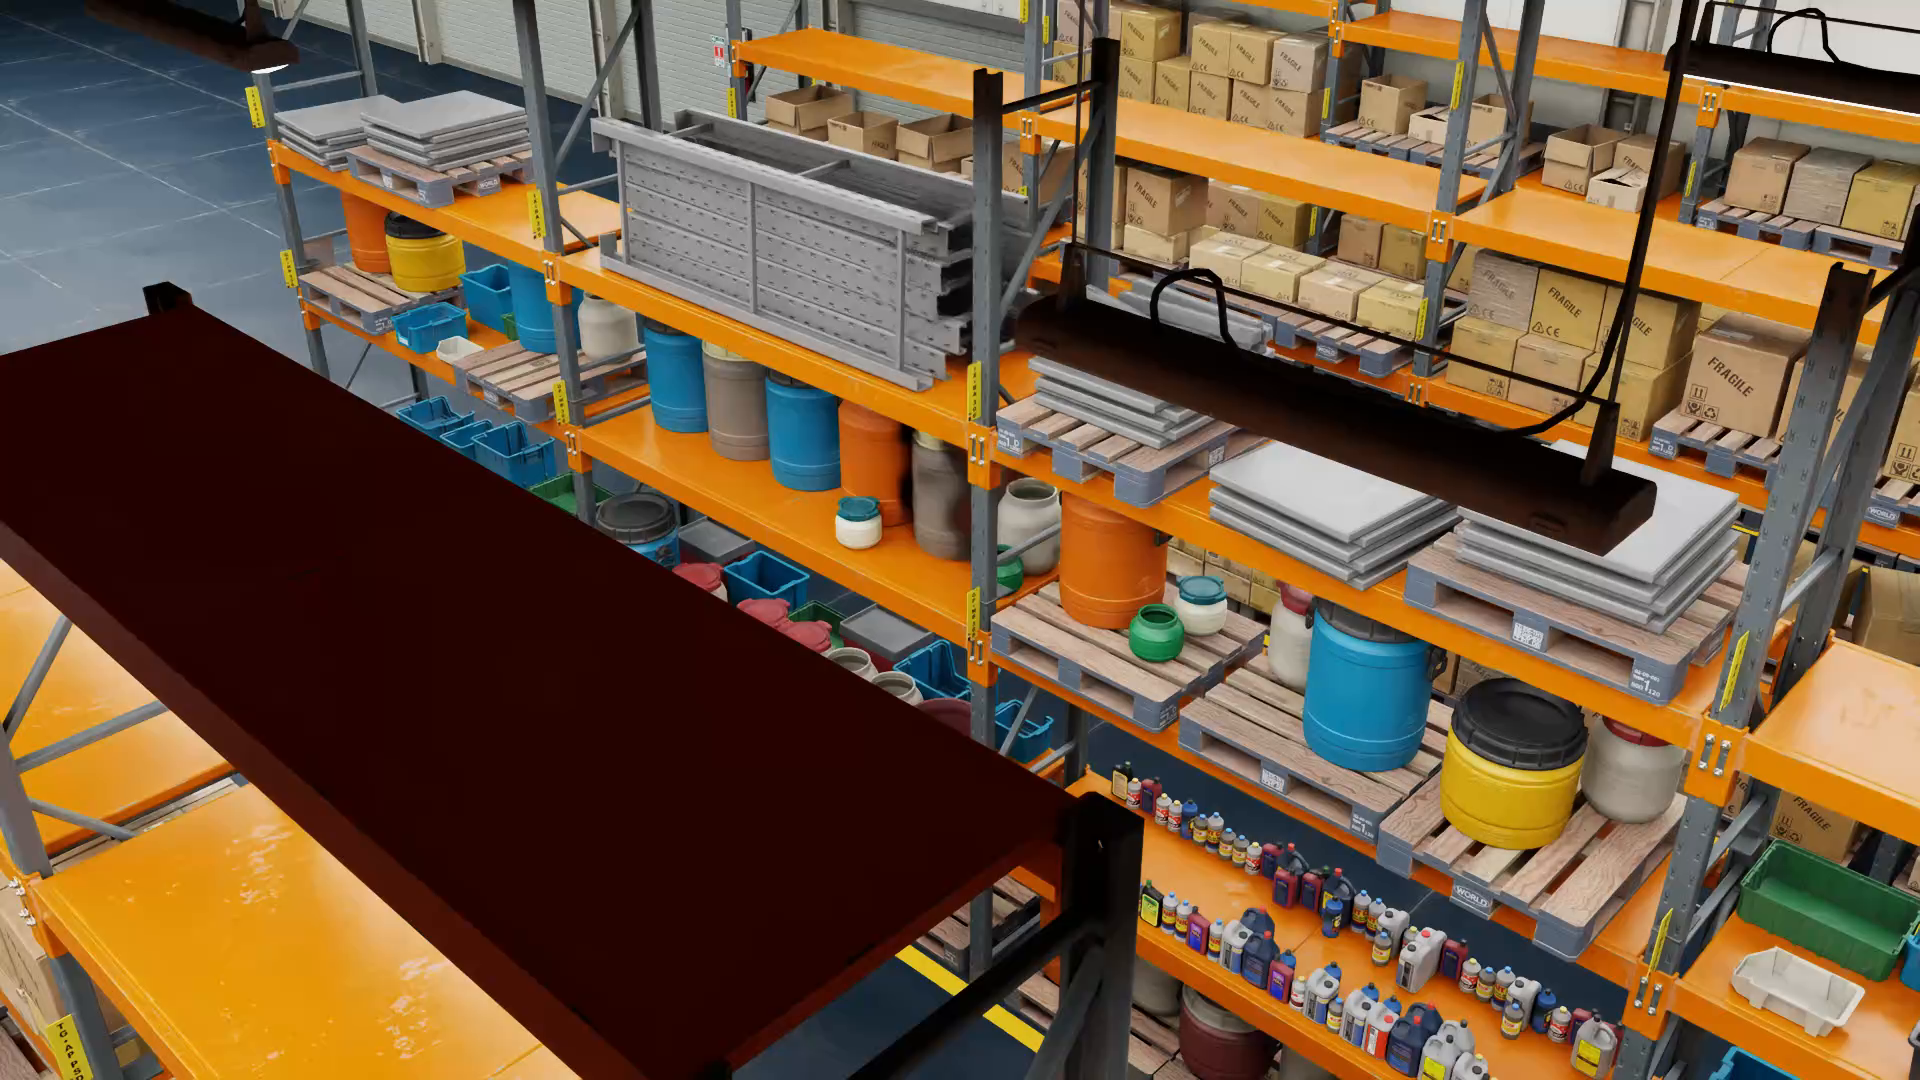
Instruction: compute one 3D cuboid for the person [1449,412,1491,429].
[{"bbox_3d":[5.066,-1.107,16.641,0.770,1.599,0.623,-2,29,-4],"label":"person"}]
